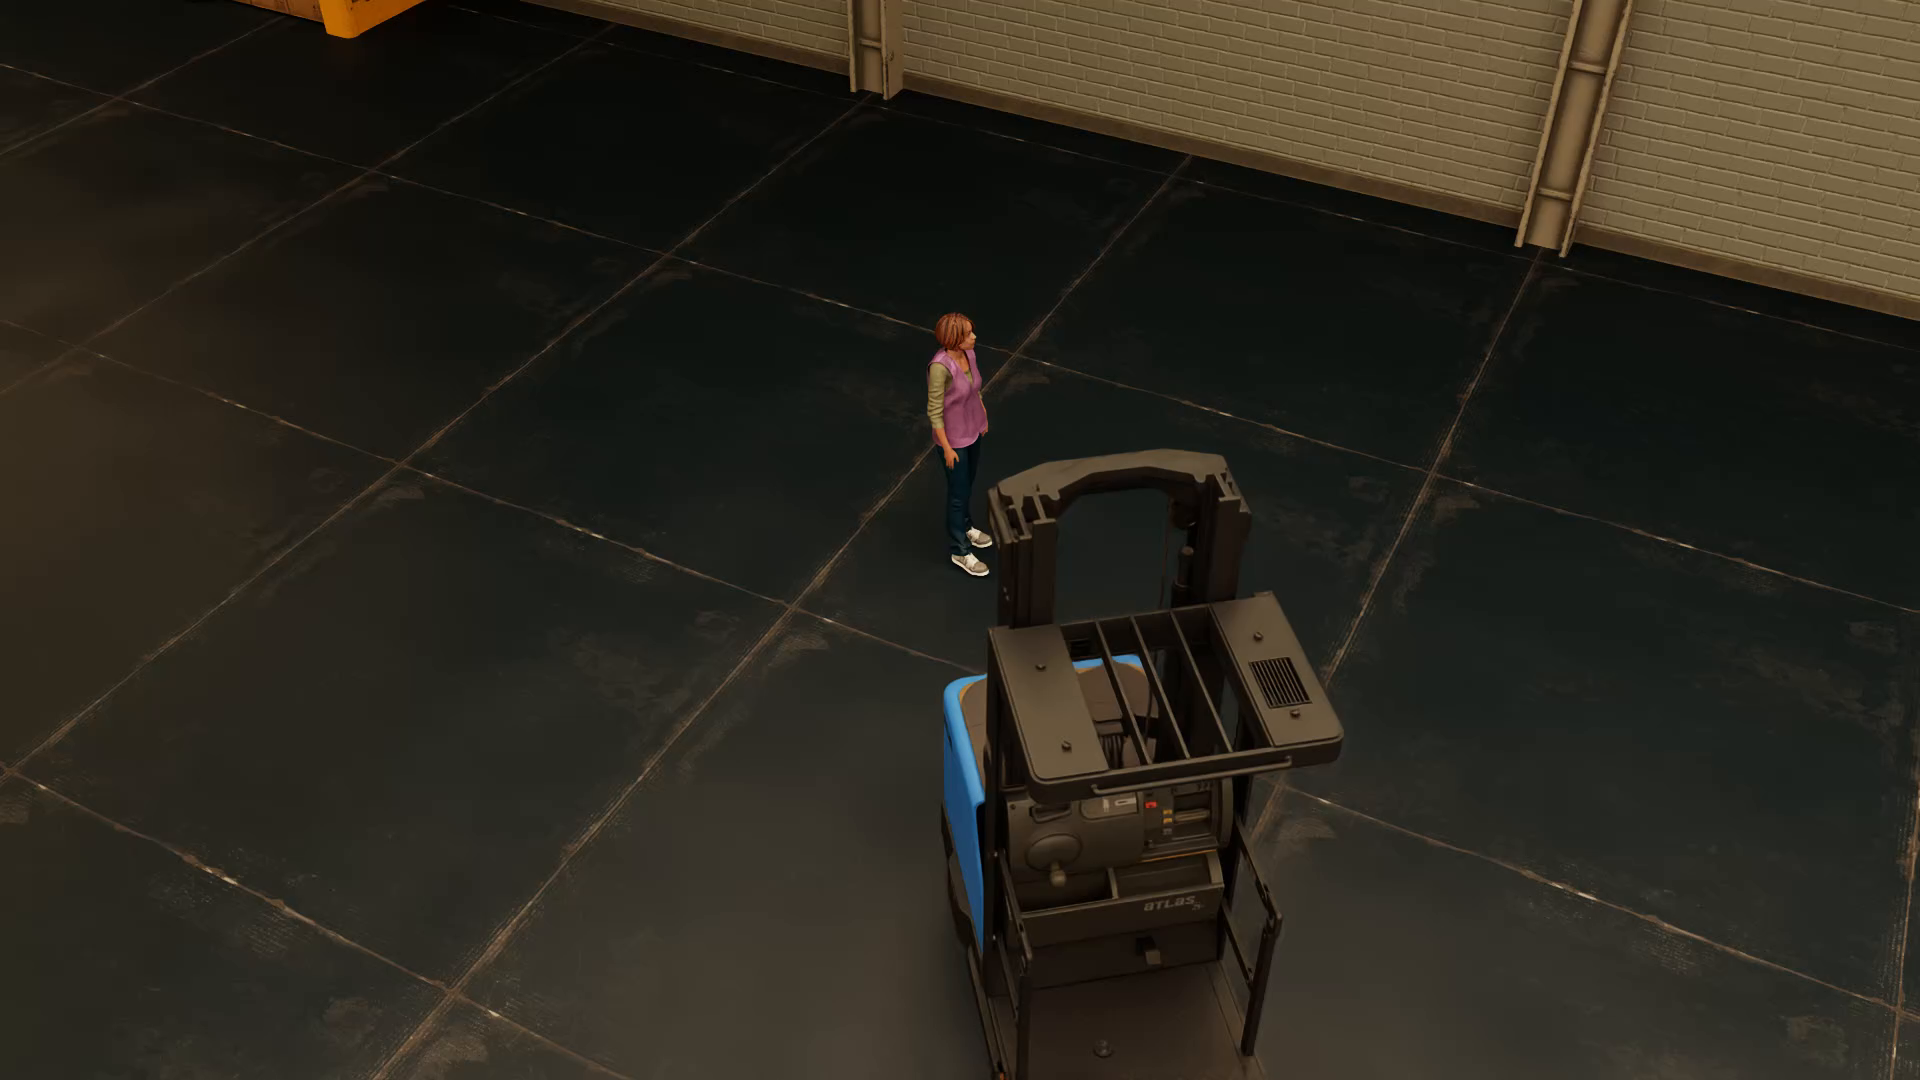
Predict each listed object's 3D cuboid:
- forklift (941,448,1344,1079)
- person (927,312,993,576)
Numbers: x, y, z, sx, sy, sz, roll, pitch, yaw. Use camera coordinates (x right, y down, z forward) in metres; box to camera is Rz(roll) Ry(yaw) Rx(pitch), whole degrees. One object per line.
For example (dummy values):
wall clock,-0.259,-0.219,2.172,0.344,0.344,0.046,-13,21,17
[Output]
forklift,0.689,1.231,6.525,1.130,2.935,3.031,-7,41,-8
person,0.060,-0.586,9.707,0.473,1.599,0.521,18,43,21
